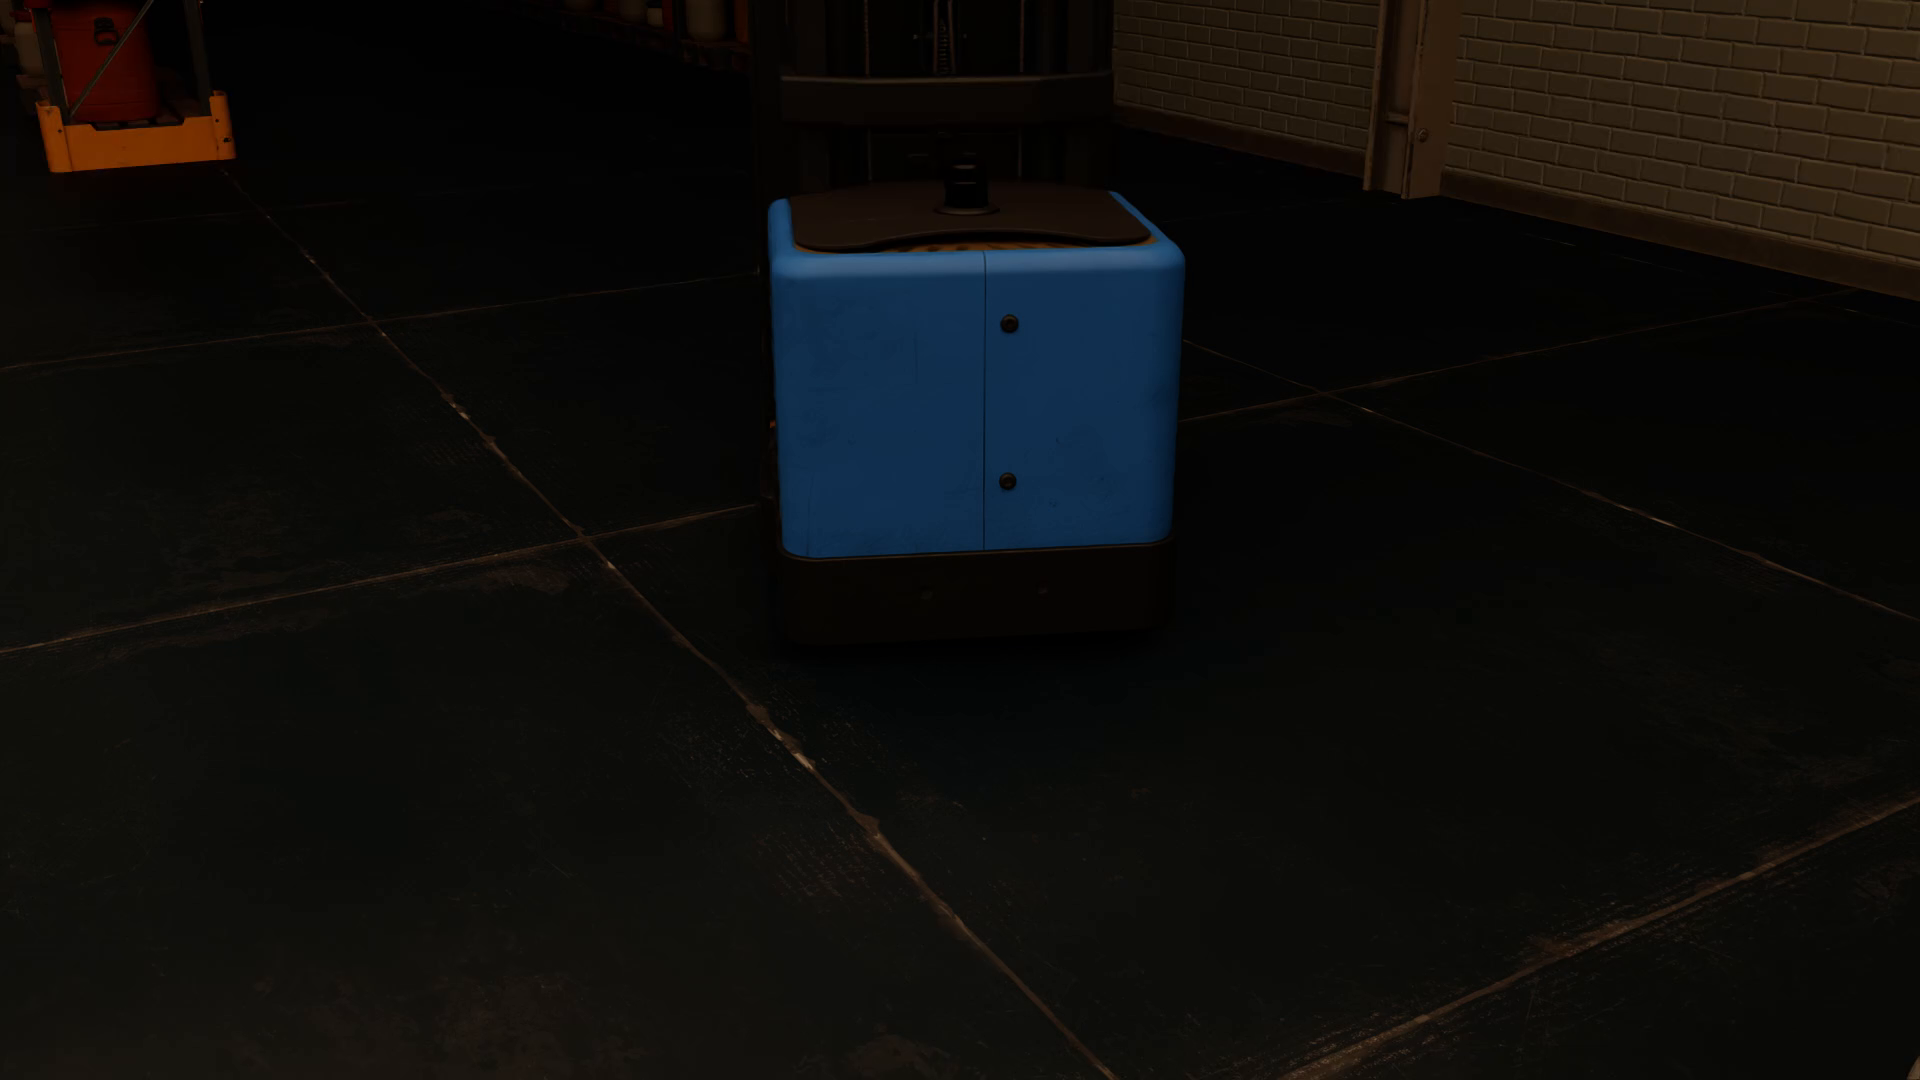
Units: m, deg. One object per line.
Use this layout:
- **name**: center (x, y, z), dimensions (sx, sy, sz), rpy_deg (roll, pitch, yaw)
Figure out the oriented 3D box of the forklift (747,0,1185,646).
- **forklift**: center (-0.117, -1.606, 5.187), dimensions (1.130, 2.935, 3.031), rpy_deg (-3, 22, -6)
